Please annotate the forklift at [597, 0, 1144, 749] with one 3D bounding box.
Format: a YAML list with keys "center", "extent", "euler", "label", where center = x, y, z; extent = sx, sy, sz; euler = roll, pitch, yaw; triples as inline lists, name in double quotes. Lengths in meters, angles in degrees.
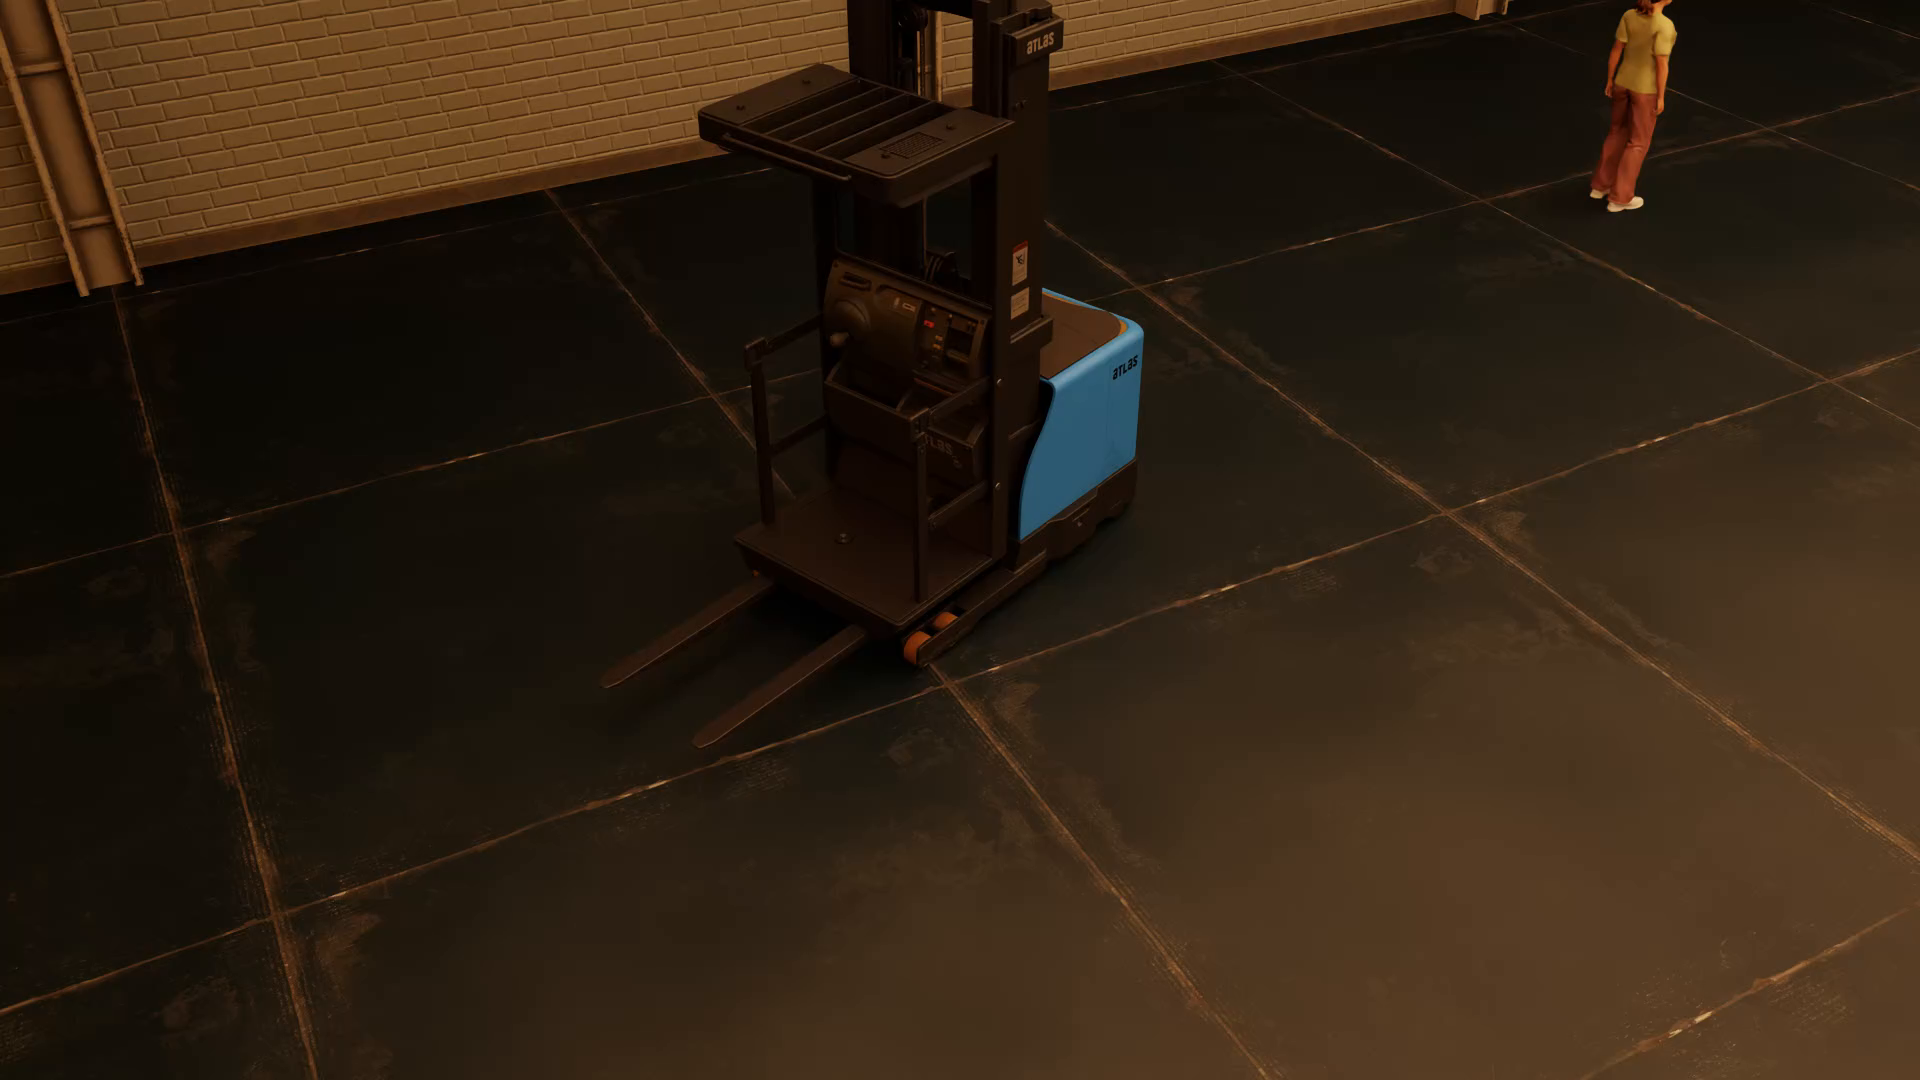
- center: [-0.390, -0.927, 7.434]
  extent: [1.130, 2.935, 3.031]
  euler: [26, 43, 31]
  label: "forklift"

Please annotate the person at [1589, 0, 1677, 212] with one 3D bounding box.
- center: [4.777, -3.148, 11.679]
  extent: [0.402, 1.678, 0.472]
  euler: [-19, 39, -25]
  label: "person"
